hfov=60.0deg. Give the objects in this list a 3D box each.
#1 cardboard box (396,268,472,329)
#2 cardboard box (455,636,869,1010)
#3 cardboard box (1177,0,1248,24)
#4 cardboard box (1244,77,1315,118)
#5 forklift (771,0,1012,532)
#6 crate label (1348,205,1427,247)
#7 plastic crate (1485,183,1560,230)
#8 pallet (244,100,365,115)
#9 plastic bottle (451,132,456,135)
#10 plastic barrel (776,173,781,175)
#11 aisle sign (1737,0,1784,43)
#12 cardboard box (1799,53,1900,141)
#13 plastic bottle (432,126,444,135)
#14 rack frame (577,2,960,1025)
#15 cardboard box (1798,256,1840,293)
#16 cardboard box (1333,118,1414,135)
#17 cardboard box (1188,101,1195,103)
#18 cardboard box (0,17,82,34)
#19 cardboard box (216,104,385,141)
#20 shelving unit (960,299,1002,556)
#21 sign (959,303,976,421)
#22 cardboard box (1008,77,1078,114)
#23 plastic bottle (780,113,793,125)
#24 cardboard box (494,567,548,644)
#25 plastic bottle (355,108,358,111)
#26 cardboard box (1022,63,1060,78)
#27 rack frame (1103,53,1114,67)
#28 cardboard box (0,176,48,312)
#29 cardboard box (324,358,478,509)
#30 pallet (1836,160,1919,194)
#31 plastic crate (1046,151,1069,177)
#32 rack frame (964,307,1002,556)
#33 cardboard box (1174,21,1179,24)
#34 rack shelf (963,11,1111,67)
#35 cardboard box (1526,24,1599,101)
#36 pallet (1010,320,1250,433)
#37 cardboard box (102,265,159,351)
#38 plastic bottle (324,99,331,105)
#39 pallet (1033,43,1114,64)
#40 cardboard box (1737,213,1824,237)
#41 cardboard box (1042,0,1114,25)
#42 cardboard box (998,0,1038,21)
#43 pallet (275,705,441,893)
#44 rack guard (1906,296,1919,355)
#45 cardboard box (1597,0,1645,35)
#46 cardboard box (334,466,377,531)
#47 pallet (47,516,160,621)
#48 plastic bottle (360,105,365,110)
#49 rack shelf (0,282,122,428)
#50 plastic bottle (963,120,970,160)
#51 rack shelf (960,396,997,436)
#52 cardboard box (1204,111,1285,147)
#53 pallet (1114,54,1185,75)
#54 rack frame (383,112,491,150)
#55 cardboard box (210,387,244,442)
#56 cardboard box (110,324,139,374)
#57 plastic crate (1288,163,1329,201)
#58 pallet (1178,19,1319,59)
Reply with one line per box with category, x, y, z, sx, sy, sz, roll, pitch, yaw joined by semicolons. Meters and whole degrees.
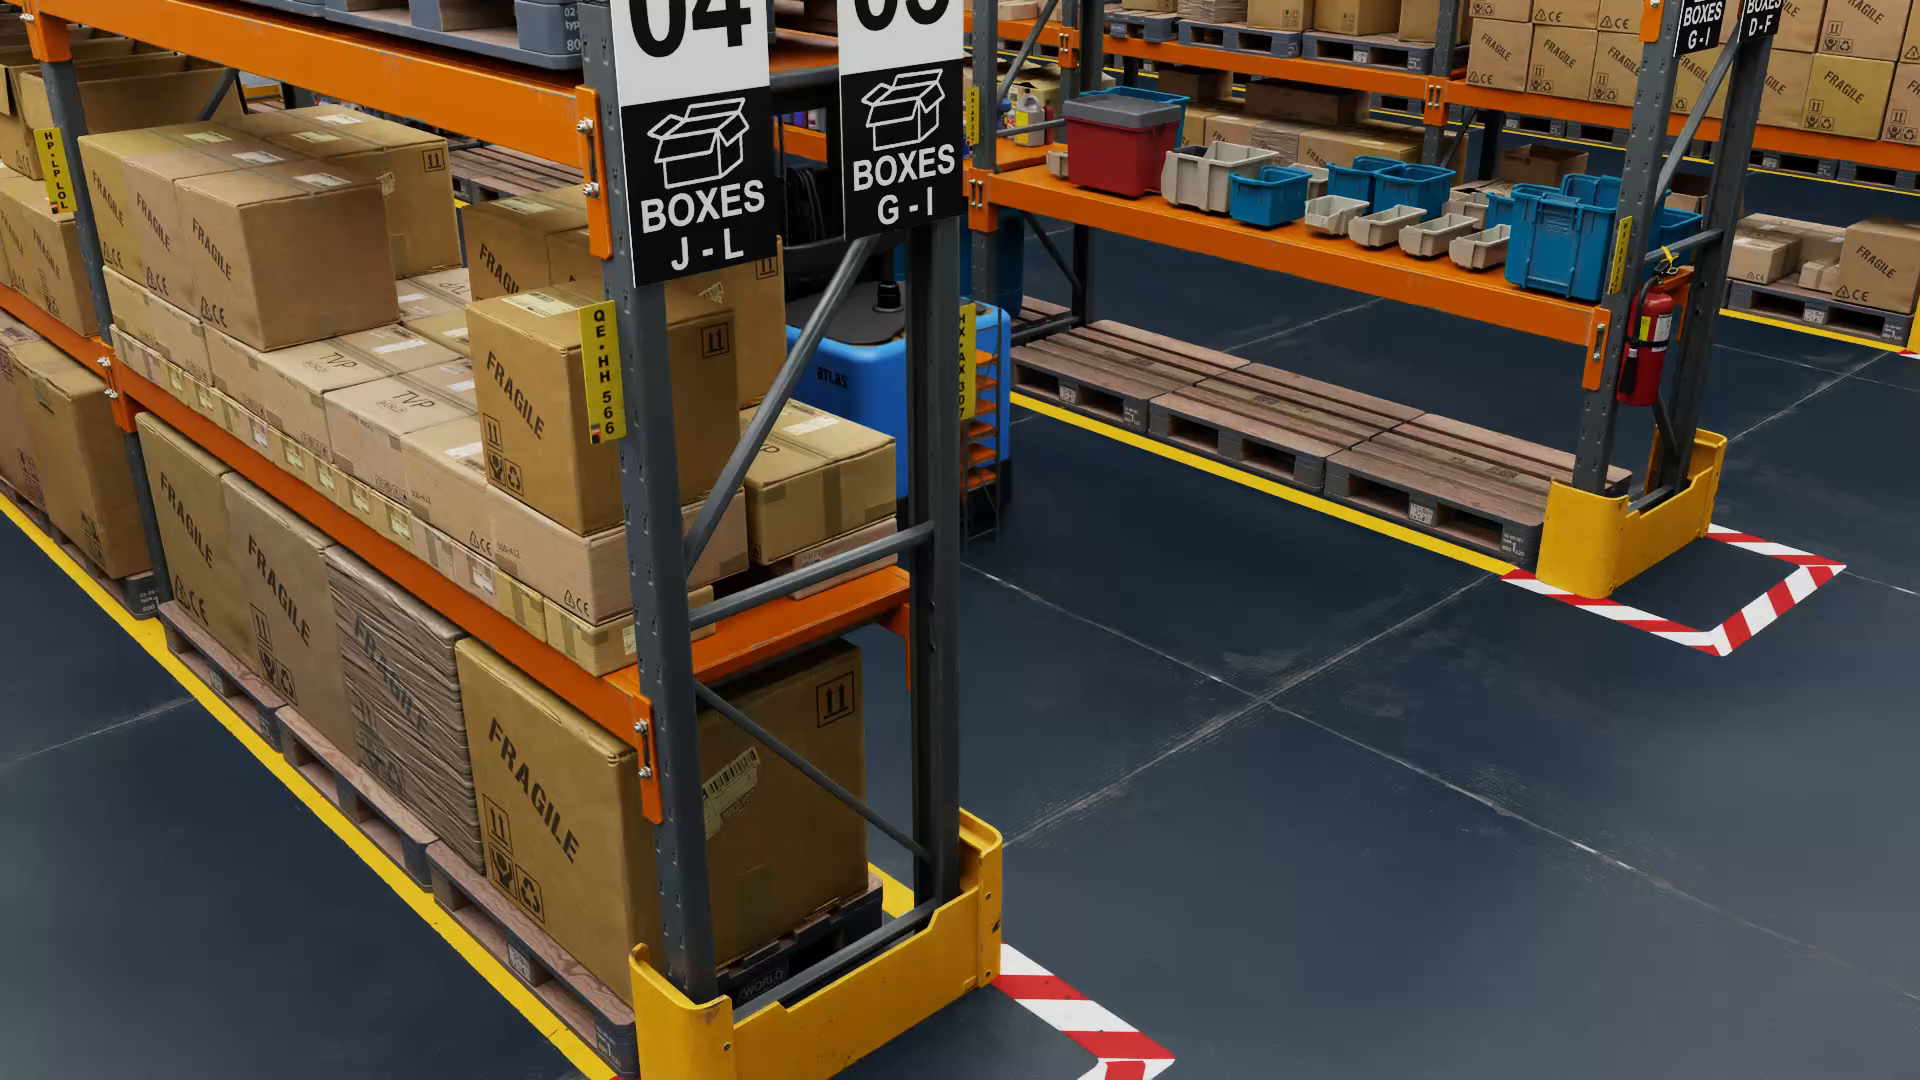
cardboard box;-1.941;-0.805;6.222;0.500;0.250;0.500;-20;32;-37
cardboard box;-0.901;0.709;5.136;0.875;0.875;0.875;-21;32;-38
cardboard box;2.359;-4.875;14.695;0.700;0.500;0.500;-15;28;-29
cardboard box;2.915;-3.991;14.963;0.500;0.250;0.500;-22;32;-39
forklift;-1.125;-1.778;8.615;1.130;2.935;3.031;-22;33;-40
crate label;2.125;-1.573;8.329;0.396;0.136;0.243;-21;32;-38
plastic crate;2.832;-1.619;8.315;0.416;0.233;0.300;-21;32;-38
pallet;-7.088;-4.622;18.127;1.003;0.211;1.213;-21;32;-38
plastic bottle;-5.028;-4.146;16.565;0.097;0.201;0.097;0;25;0
plastic barrel;-1.460;-2.494;12.595;0.421;0.512;0.421;0;25;0
aisle sign;3.476;-2.546;7.084;0.394;0.787;0.004;-21;32;-38
cardboard box;5.967;-2.965;11.014;0.500;0.500;0.500;-21;32;-38
plastic bottle;-5.208;-4.181;16.544;0.061;0.283;0.133;-21;32;-38
rack frame;-0.405;0.104;4.407;1.000;3.000;0.127;-21;32;-38
cardboard box;6.066;-1.859;11.594;0.380;0.166;0.250;-21;32;-38
cardboard box;3.569;-3.354;14.469;0.500;0.500;0.500;-21;32;-38
cardboard box;2.171;-3.975;15.830;0.500;0.500;0.500;-20;31;-37
cardboard box;-4.942;-2.397;8.561;0.797;0.503;0.637;-20;31;-37
cardboard box;-2.630;-1.452;6.738;0.500;0.500;0.500;-20;31;-37
shelving unit;0.043;-0.528;7.962;0.258;1.200;0.189;-22;33;-40
sign;0.004;-0.481;4.552;0.100;0.325;0.005;-21;32;-38
cardboard box;0.823;-4.412;16.439;0.500;0.311;0.500;-20;31;-37
plastic bottle;-1.144;-3.009;11.292;0.144;0.351;0.185;-21;32;-38
cardboard box;-1.068;0.126;4.662;0.380;0.149;0.250;-21;32;-38
plastic bottle;-5.915;-4.110;16.387;0.061;0.283;0.133;-19;30;-35
cardboard box;0.852;-4.722;17.119;0.500;0.311;0.500;-22;33;-40
rack frame;2.240;-7.747;21.617;1.000;3.000;0.127;-21;32;-38
cardboard box;-3.991;-1.369;7.516;0.500;0.500;0.500;-20;31;-37
cardboard box;-1.624;-0.342;5.208;0.500;0.250;0.500;22;33;40
pallet;9.009;-3.432;15.519;1.003;0.211;1.213;-21;32;-38
plastic crate;0.690;-2.238;9.788;0.396;0.136;0.243;-21;32;-38
rack frame;0.107;-0.501;7.902;0.240;1.200;0.006;-22;33;-40
cardboard box;3.145;-6.449;21.254;0.700;0.500;0.500;-22;32;-39
rack shelf;-0.006;-5.407;17.355;1.077;0.370;4.000;-21;32;-38
cardboard box;4.596;-3.576;12.354;0.500;0.500;0.500;-21;32;-38
pallet;1.007;-1.032;10.258;1.003;0.211;1.213;-21;32;-38
cardboard box;-3.009;-0.958;6.558;0.500;0.250;0.500;-22;32;-39
plastic bottle;-6.411;-4.335;16.896;0.097;0.271;0.097;0;25;0
pallet;1.755;-6.671;22.620;1.003;0.211;1.213;-21;32;-38
cardboard box;5.981;-2.202;12.246;0.500;0.250;0.500;-21;32;-38
cardboard box;1.144;-5.210;16.165;0.500;0.311;0.500;-19;31;-35
cardboard box;0.544;-5.208;16.355;0.380;0.149;0.250;-21;32;-38
pallet;-1.838;0.784;6.278;1.003;0.211;1.213;-21;32;-38
rack guard;6.777;-1.590;11.134;1.175;0.500;0.348;-21;32;-38
cardboard box;4.915;-3.882;11.821;0.500;0.500;0.500;-22;33;-40
cardboard box;-1.766;-0.183;5.340;0.380;0.149;0.250;-21;32;-38
pallet;-3.722;-0.051;8.108;1.003;0.211;1.213;-21;32;-38
plastic bottle;-5.937;-4.207;16.600;0.061;0.283;0.133;-21;32;-38
rack shelf;-4.506;-1.386;8.541;1.077;0.370;4.000;-21;32;-38
plastic bottle;-0.029;-2.484;10.230;0.152;0.276;0.135;-21;32;-38
rack shelf;0.043;-0.597;7.930;0.258;0.103;0.180;-22;33;-40
cardboard box;2.525;-3.505;14.801;0.500;0.500;0.500;22;33;40
pallet;2.773;-6.243;21.680;1.003;0.211;1.213;-21;32;-38
rack frame;-4.992;-4.936;15.456;1.000;3.000;0.127;-21;32;-38
cardboard box;-2.464;-0.493;6.020;0.380;0.149;0.250;-22;32;-39
cardboard box;-3.180;-0.809;6.712;0.380;0.149;0.250;-21;32;-38
plastic crate;1.886;-1.978;9.216;0.293;0.136;0.466;-21;32;-38
pallet;2.693;-4.453;14.629;1.003;0.211;1.213;-21;32;-38
